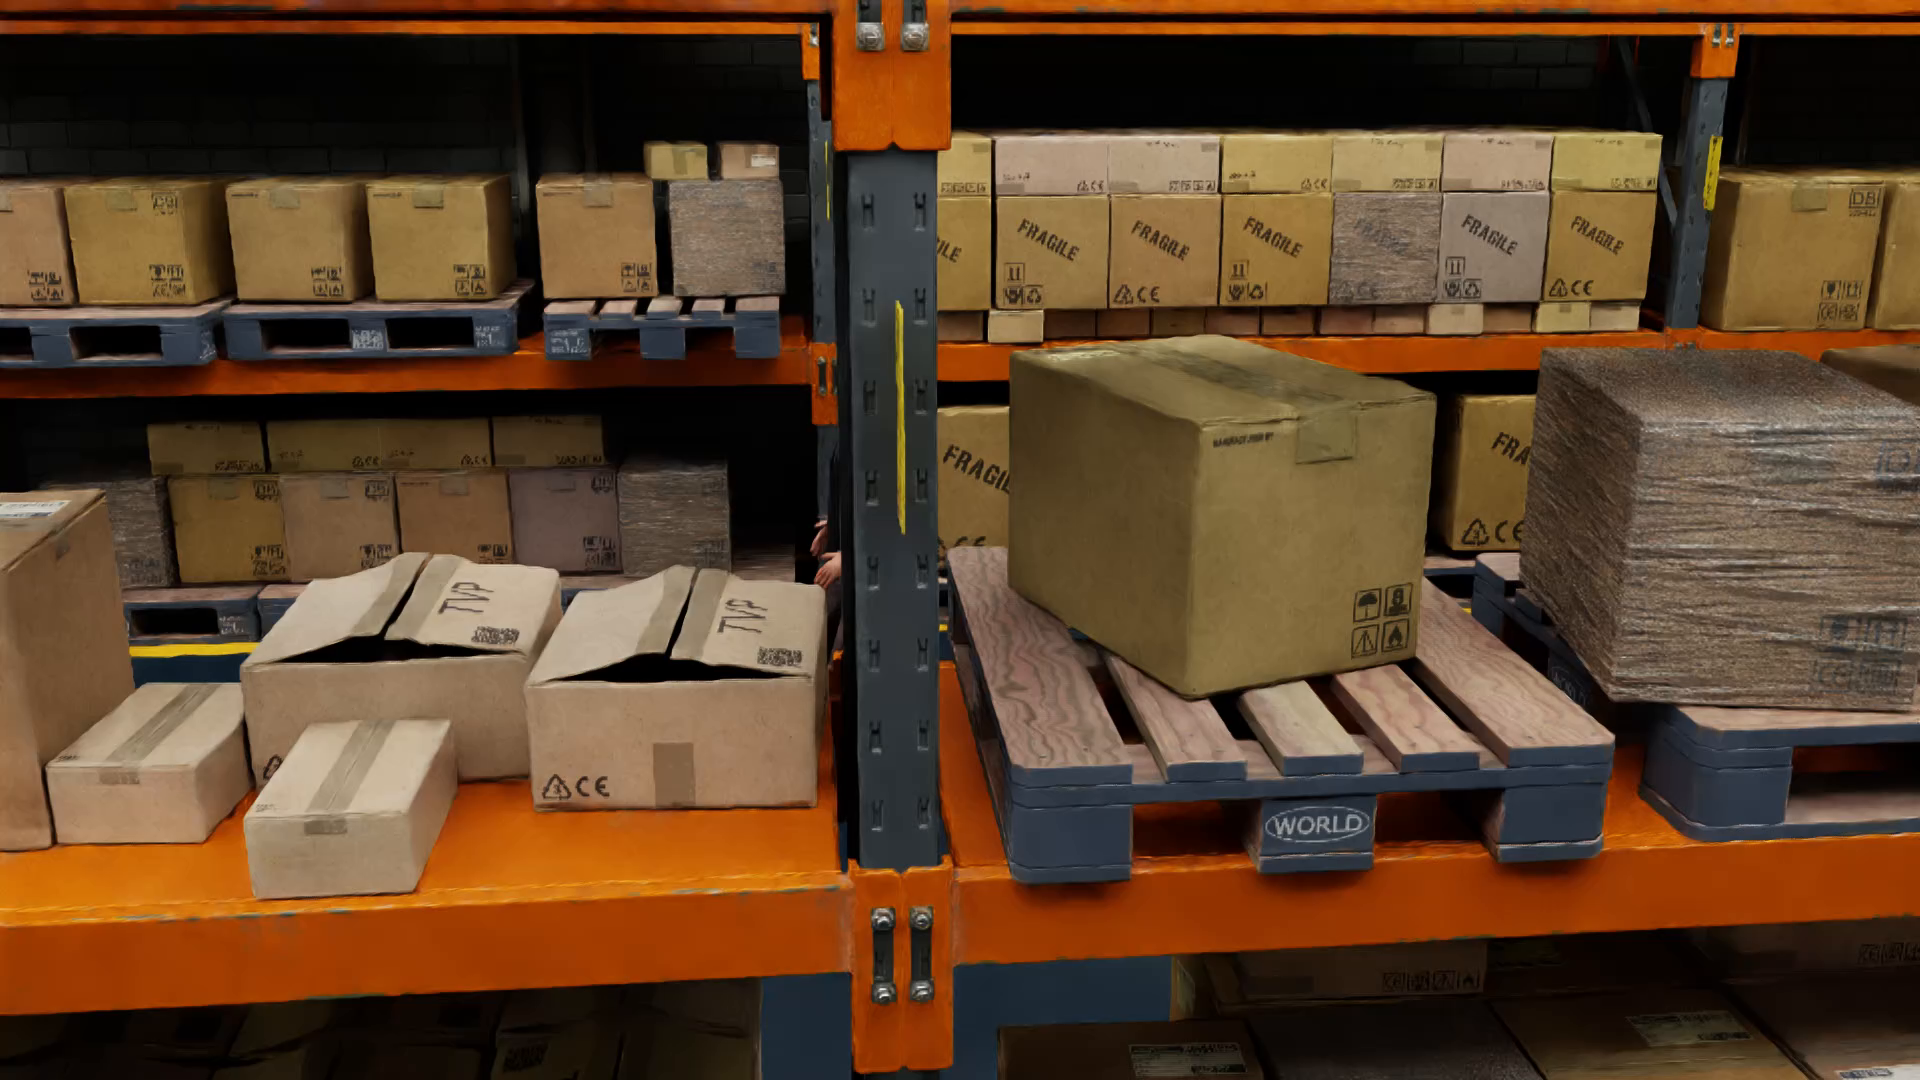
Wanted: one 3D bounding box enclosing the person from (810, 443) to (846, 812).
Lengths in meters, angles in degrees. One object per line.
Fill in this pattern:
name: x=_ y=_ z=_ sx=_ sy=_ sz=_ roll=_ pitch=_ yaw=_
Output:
person: x=-0.337 y=0.128 z=5.725 sx=0.507 sy=1.692 sz=0.702 roll=-6 pitch=18 yaw=-19
